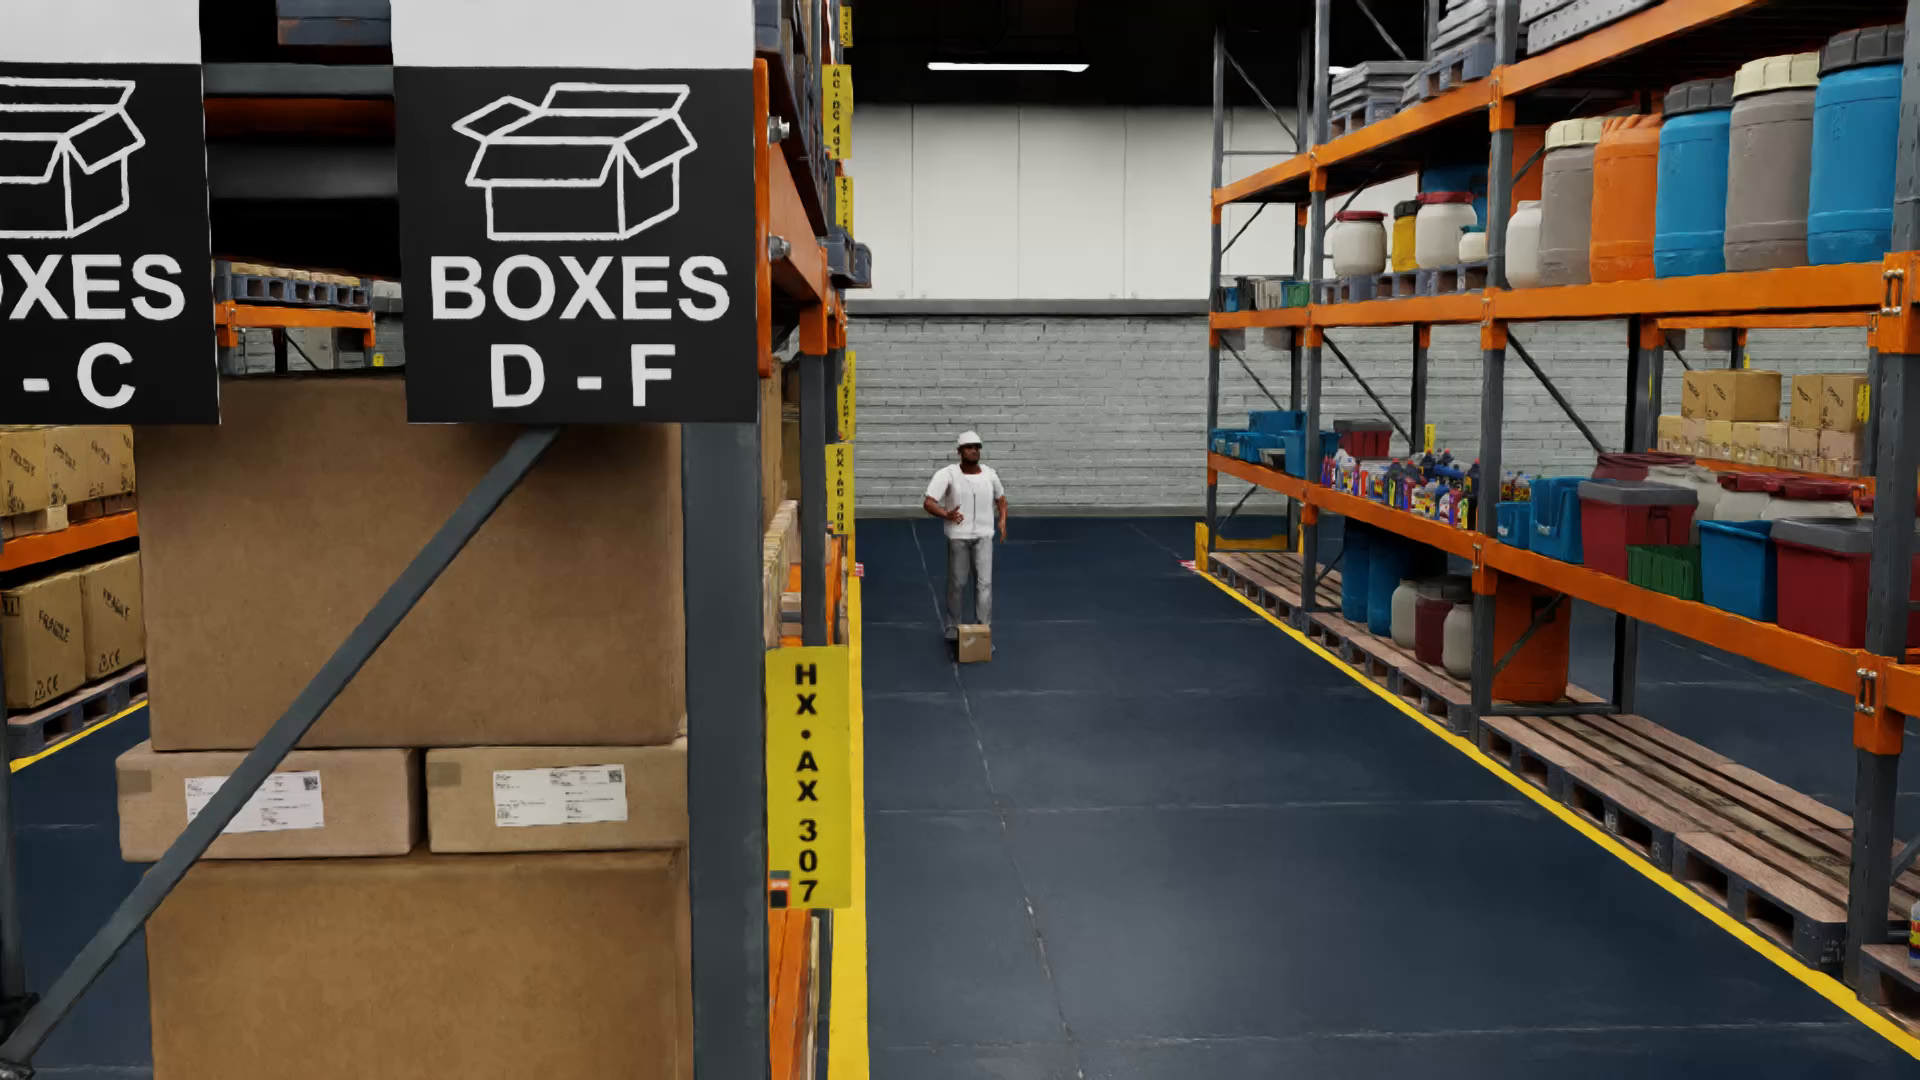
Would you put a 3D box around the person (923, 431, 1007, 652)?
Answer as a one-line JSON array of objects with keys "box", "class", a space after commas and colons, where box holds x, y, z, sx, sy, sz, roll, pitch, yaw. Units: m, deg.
[{"box": [0.105, -0.006, 13.665, 0.750, 1.765, 0.740, -2, 7, -15], "class": "person"}]
